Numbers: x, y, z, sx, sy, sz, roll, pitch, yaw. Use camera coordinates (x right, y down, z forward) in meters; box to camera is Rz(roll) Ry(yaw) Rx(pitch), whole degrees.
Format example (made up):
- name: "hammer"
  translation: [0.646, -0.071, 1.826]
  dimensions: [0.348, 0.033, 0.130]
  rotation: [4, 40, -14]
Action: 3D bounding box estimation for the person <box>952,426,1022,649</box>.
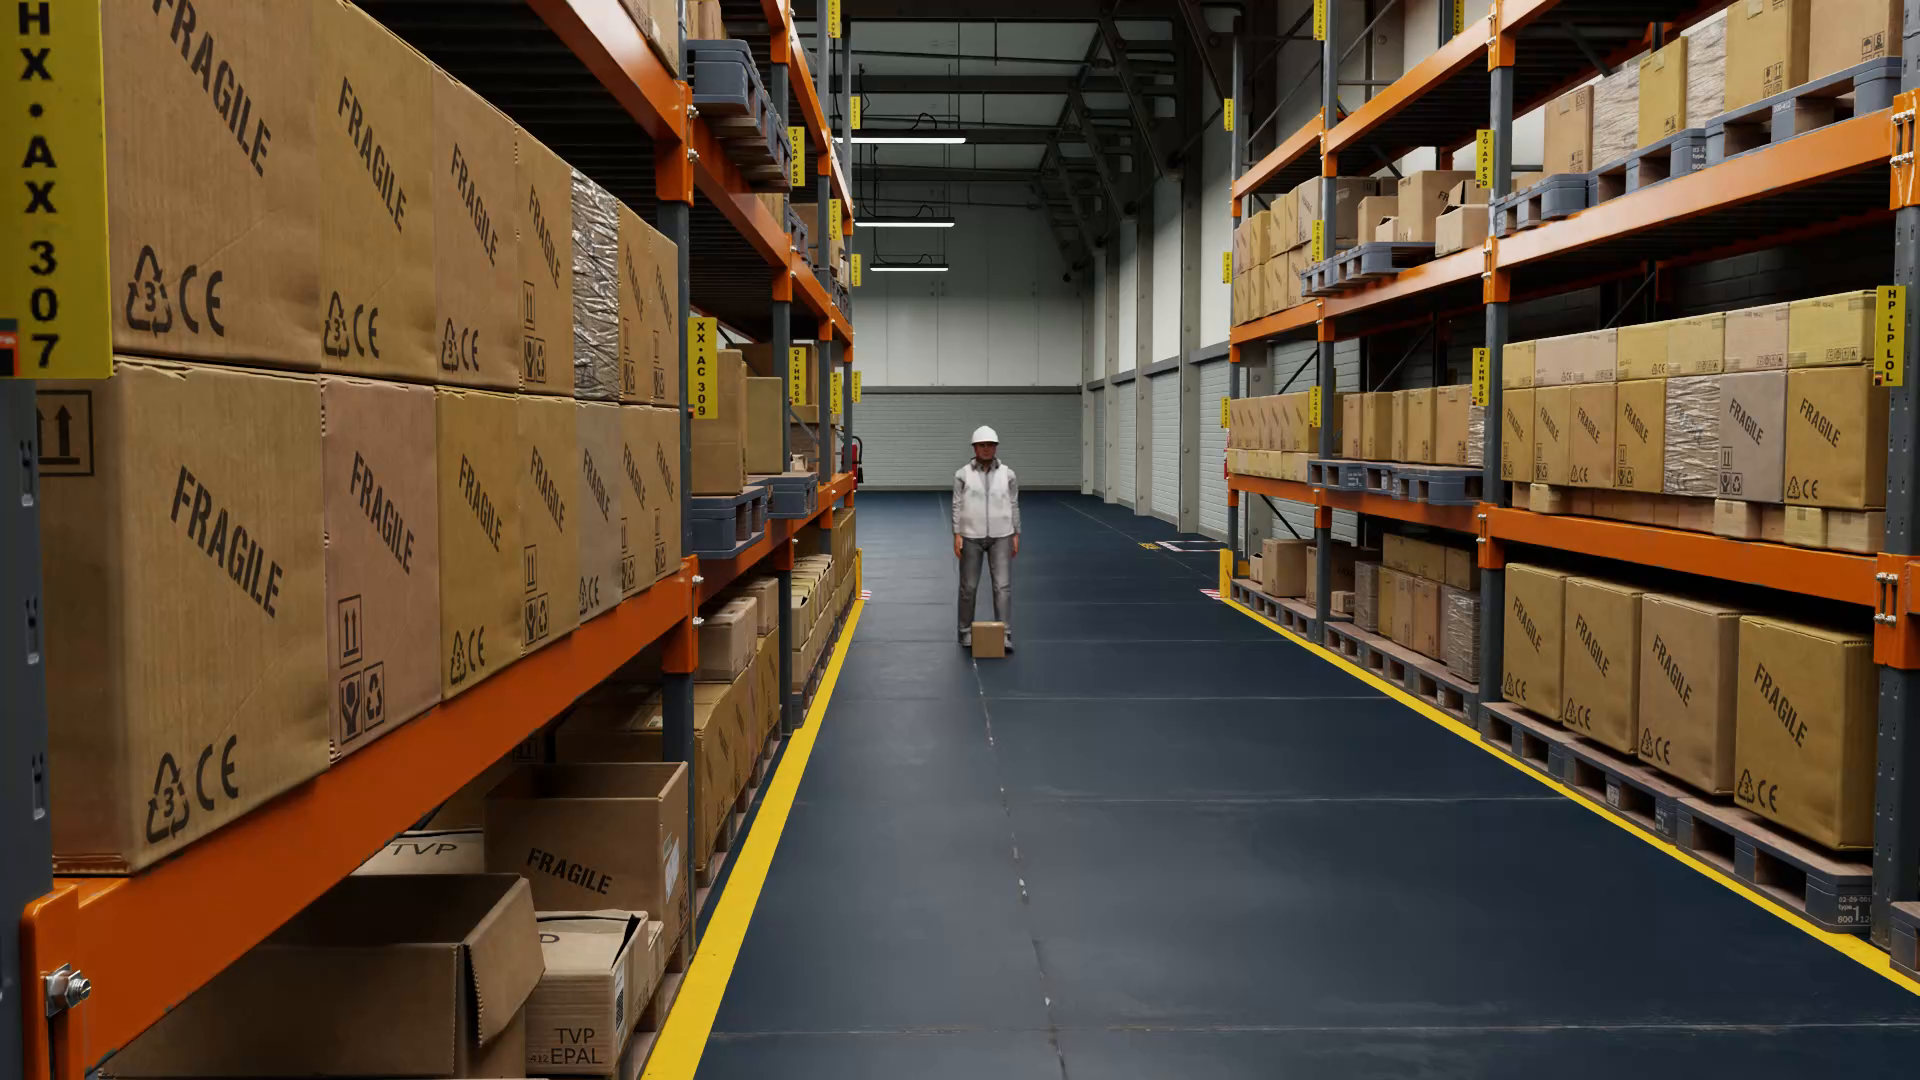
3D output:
- name: "person"
  translation: [0.211, -0.014, 13.262]
  dimensions: [0.543, 1.783, 0.603]
  rotation: [0, 4, -1]
